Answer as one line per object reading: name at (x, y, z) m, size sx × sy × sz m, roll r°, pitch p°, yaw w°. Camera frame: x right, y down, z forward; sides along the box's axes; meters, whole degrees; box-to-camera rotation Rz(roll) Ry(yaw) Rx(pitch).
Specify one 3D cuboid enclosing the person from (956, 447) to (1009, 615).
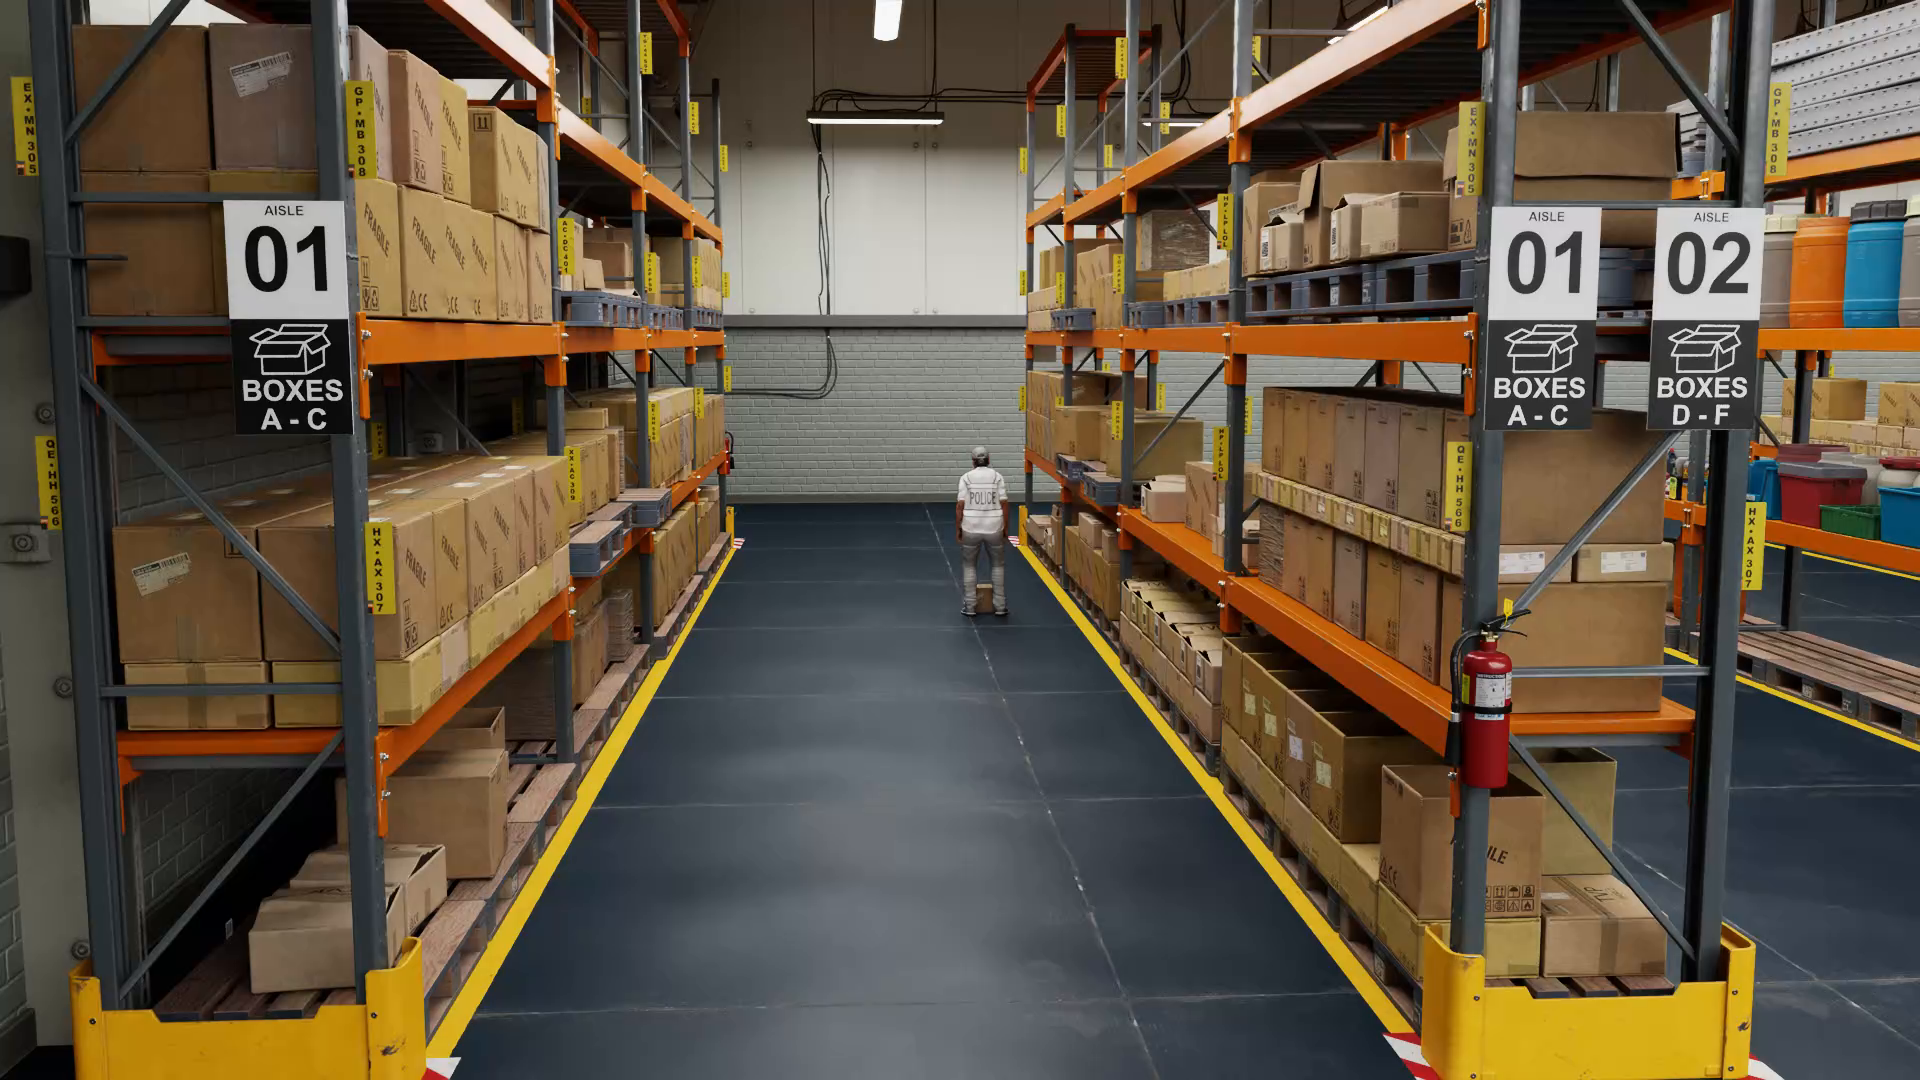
person at (0.229, -0.088, 16.443) m, size 0.538 × 1.666 × 0.465 m, roll 0°, pitch 7°, yaw -2°
